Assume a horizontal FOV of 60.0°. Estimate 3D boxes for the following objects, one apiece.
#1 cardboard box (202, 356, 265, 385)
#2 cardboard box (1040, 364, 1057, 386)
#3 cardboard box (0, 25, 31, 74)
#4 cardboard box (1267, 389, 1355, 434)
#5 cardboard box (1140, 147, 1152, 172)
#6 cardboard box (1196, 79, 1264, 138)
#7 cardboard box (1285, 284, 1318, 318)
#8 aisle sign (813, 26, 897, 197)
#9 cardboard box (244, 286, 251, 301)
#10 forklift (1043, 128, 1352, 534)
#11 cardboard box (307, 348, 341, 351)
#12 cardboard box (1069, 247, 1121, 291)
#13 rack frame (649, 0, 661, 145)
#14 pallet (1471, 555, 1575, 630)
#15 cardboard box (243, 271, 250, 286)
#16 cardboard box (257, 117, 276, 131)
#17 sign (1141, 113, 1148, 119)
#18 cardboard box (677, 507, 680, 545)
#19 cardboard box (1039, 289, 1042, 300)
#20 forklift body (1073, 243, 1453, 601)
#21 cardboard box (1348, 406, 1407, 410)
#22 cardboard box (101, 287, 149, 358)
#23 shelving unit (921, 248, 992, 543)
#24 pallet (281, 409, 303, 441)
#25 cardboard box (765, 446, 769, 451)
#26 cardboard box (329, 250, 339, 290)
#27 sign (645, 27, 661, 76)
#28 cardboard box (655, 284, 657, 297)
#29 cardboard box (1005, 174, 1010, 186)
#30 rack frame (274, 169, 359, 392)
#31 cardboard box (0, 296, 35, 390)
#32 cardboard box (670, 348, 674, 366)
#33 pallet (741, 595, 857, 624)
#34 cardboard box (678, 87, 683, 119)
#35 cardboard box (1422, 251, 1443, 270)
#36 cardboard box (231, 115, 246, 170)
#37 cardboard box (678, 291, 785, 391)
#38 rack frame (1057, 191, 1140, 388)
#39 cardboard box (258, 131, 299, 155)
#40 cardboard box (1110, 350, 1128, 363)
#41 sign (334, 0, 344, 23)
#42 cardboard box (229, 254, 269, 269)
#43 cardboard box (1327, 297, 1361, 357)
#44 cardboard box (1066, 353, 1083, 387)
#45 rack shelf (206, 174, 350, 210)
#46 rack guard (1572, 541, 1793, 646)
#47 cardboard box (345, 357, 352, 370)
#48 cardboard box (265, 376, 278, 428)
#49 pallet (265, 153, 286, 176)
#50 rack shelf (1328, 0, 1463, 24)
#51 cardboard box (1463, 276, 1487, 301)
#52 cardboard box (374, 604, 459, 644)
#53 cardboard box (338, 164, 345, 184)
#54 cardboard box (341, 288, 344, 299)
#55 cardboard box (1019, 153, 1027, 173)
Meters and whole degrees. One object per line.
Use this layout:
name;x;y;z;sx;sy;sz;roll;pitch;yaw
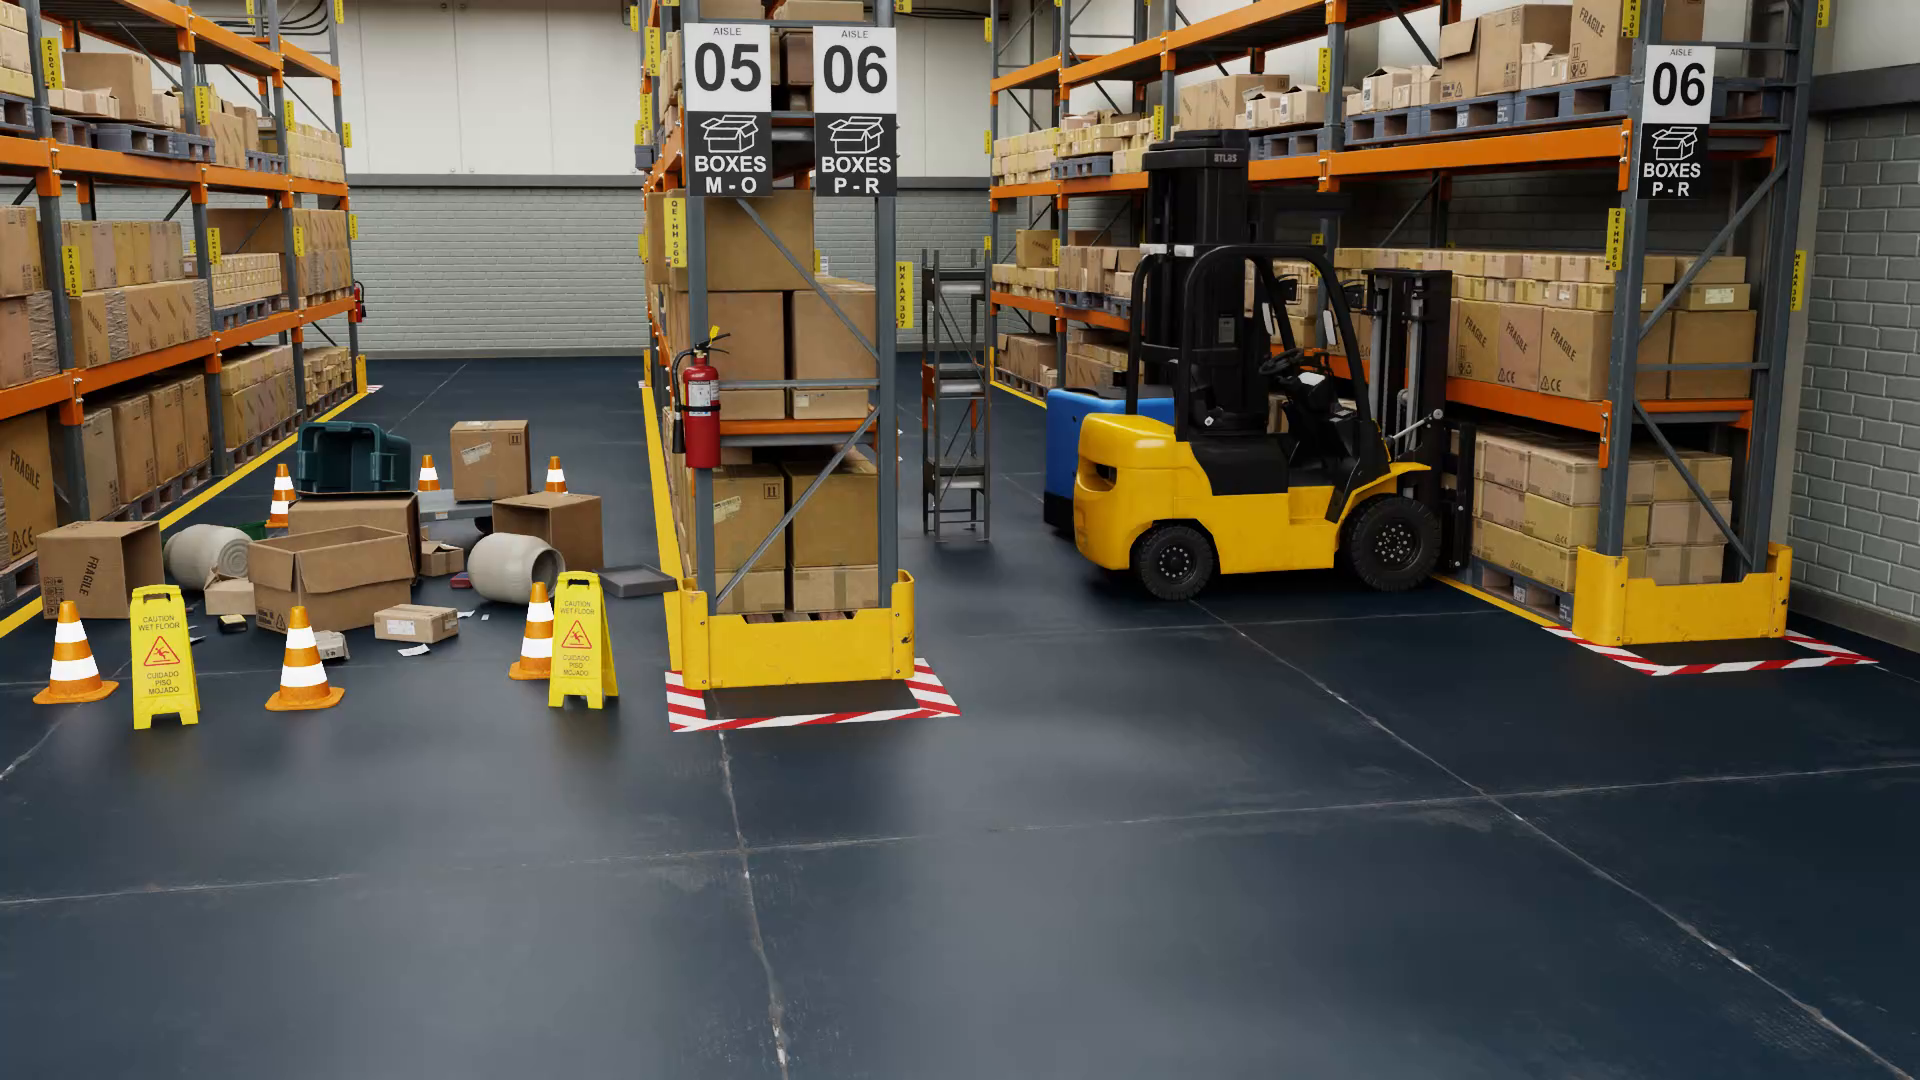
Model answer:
cardboard box;-7.285;-1.699;16.658;0.500;0.250;0.500;-2;11;-11
cardboard box;1.254;-2.167;21.746;0.396;0.266;0.258;-2;11;-9
cardboard box;-6.081;-3.020;10.233;0.500;0.250;0.500;-2;11;-12
cardboard box;3.020;-0.957;14.429;0.875;0.625;0.625;-2;11;-12
cardboard box;2.160;-3.898;17.032;0.500;0.250;0.500;-2;11;-13
cardboard box;2.596;-3.960;15.300;0.700;0.500;0.500;-2;11;-12
cardboard box;2.929;-1.932;13.387;0.500;0.250;0.500;-2;11;-12
aisle sign;-0.498;-2.041;7.946;0.394;0.787;0.004;-2;11;-11
cardboard box;-7.404;-2.496;16.837;0.380;0.149;0.250;-2;11;-13
forklift;2.198;-1.534;12.418;3.031;2.935;1.130;-4;12;-22
cardboard box;-8.418;-2.462;22.021;0.380;0.149;0.250;-2;11;-10
cardboard box;1.695;-3.210;19.648;0.700;0.500;0.500;-2;11;-10
rack frame;-2.370;-5.179;15.337;1.000;3.000;0.127;-2;11;-11
pallet;3.864;0.286;10.131;1.003;0.211;1.213;-2;11;-11
cardboard box;-7.412;-2.643;16.816;0.380;0.149;0.250;-2;11;-9
cardboard box;-7.803;-4.670;18.686;0.380;0.149;0.250;-2;11;-12
sign;2.263;-5.088;20.449;0.100;0.325;0.005;-2;11;-11
cardboard box;-1.628;-0.138;11.129;0.500;0.250;0.500;-1;11;-8
cardboard box;1.239;-3.215;21.738;0.380;0.149;0.250;-2;11;-10
forklift body;1.895;-0.810;10.700;2.313;2.155;1.214;-2;11;-11
cardboard box;3.151;-0.832;12.099;0.500;0.250;0.500;-2;11;-11
cardboard box;-6.460;-1.639;12.518;0.500;0.500;0.500;-2;11;-11
shelving unit;-0.032;-1.062;12.160;0.431;2.100;0.503;-2;11;-11
pallet;-7.831;-1.254;18.220;1.003;0.211;1.213;-2;11;-11
cardboard box;-1.013;-0.436;10.692;0.500;0.500;0.500;-2;11;-8
cardboard box;-8.219;-3.435;21.159;0.500;0.500;0.500;-2;11;-11
sign;-2.136;-3.398;11.569;0.100;0.325;0.005;-2;11;-11
cardboard box;-2.817;-2.577;16.777;0.500;0.250;0.500;-2;11;-12
cardboard box;0.833;-5.019;23.193;0.380;0.149;0.250;-2;11;-10
rack frame;-8.762;-3.500;22.564;1.000;3.000;0.127;-2;11;-11
cardboard box;-6.216;-1.206;10.108;0.875;0.550;0.550;-2;11;-11
cardboard box;-1.846;-1.305;11.703;0.380;0.149;0.250;-2;11;-11
pallet;-0.953;0.441;9.313;1.003;0.211;1.213;-2;11;-11
cardboard box;-1.239;-2.214;8.456;0.380;0.149;0.250;-2;11;-11
cardboard box;3.375;-1.890;11.308;0.380;0.149;0.250;-2;11;-11
cardboard box;-7.263;-3.853;16.128;0.500;0.500;0.500;-2;11;-11
cardboard box;-1.190;-1.049;8.623;0.500;0.500;0.500;-2;11;-12
rack frame;1.720;-3.146;20.705;1.000;3.000;0.127;-2;11;-11
cardboard box;-7.843;-4.509;18.906;0.500;0.250;0.500;-2;11;-9
cardboard box;1.925;-2.082;18.941;0.380;0.149;0.250;-2;11;-11
sign;-8.214;-7.000;21.987;0.100;0.325;0.005;-2;11;-11
cardboard box;-7.613;-2.979;17.781;0.380;0.149;0.250;-2;11;-13
cardboard box;3.106;-1.637;12.509;0.500;0.500;0.500;-2;11;-13
cardboard box;1.593;-2.028;20.390;0.500;0.500;0.500;-2;11;-9
rack shelf;-8.373;-4.254;20.424;1.077;0.370;4.000;-2;11;-11
rack guard;4.058;0.287;9.352;1.175;0.500;0.348;-2;11;-11
cardboard box;-8.380;-2.366;22.309;0.380;0.149;0.250;-2;11;-13
cardboard box;-7.398;-1.430;17.249;0.500;0.500;0.500;-2;11;-12
pallet;-7.969;-4.031;17.831;1.213;0.211;1.003;-2;11;-11
rack shelf;3.665;-3.709;10.612;1.077;0.370;4.000;-2;11;-11
cardboard box;3.438;-1.601;10.583;0.380;0.149;0.250;-2;11;-11
cardboard box;-3.051;0.469;9.332;0.380;0.149;0.250;4;11;18
cardboard box;-8.414;-4.826;21.910;0.500;0.250;0.500;-2;11;-12
cardboard box;-8.410;-3.280;22.081;0.380;0.149;0.250;-2;11;-11
cardboard box;1.090;-5.054;22.310;0.500;0.250;0.500;-2;11;-12
